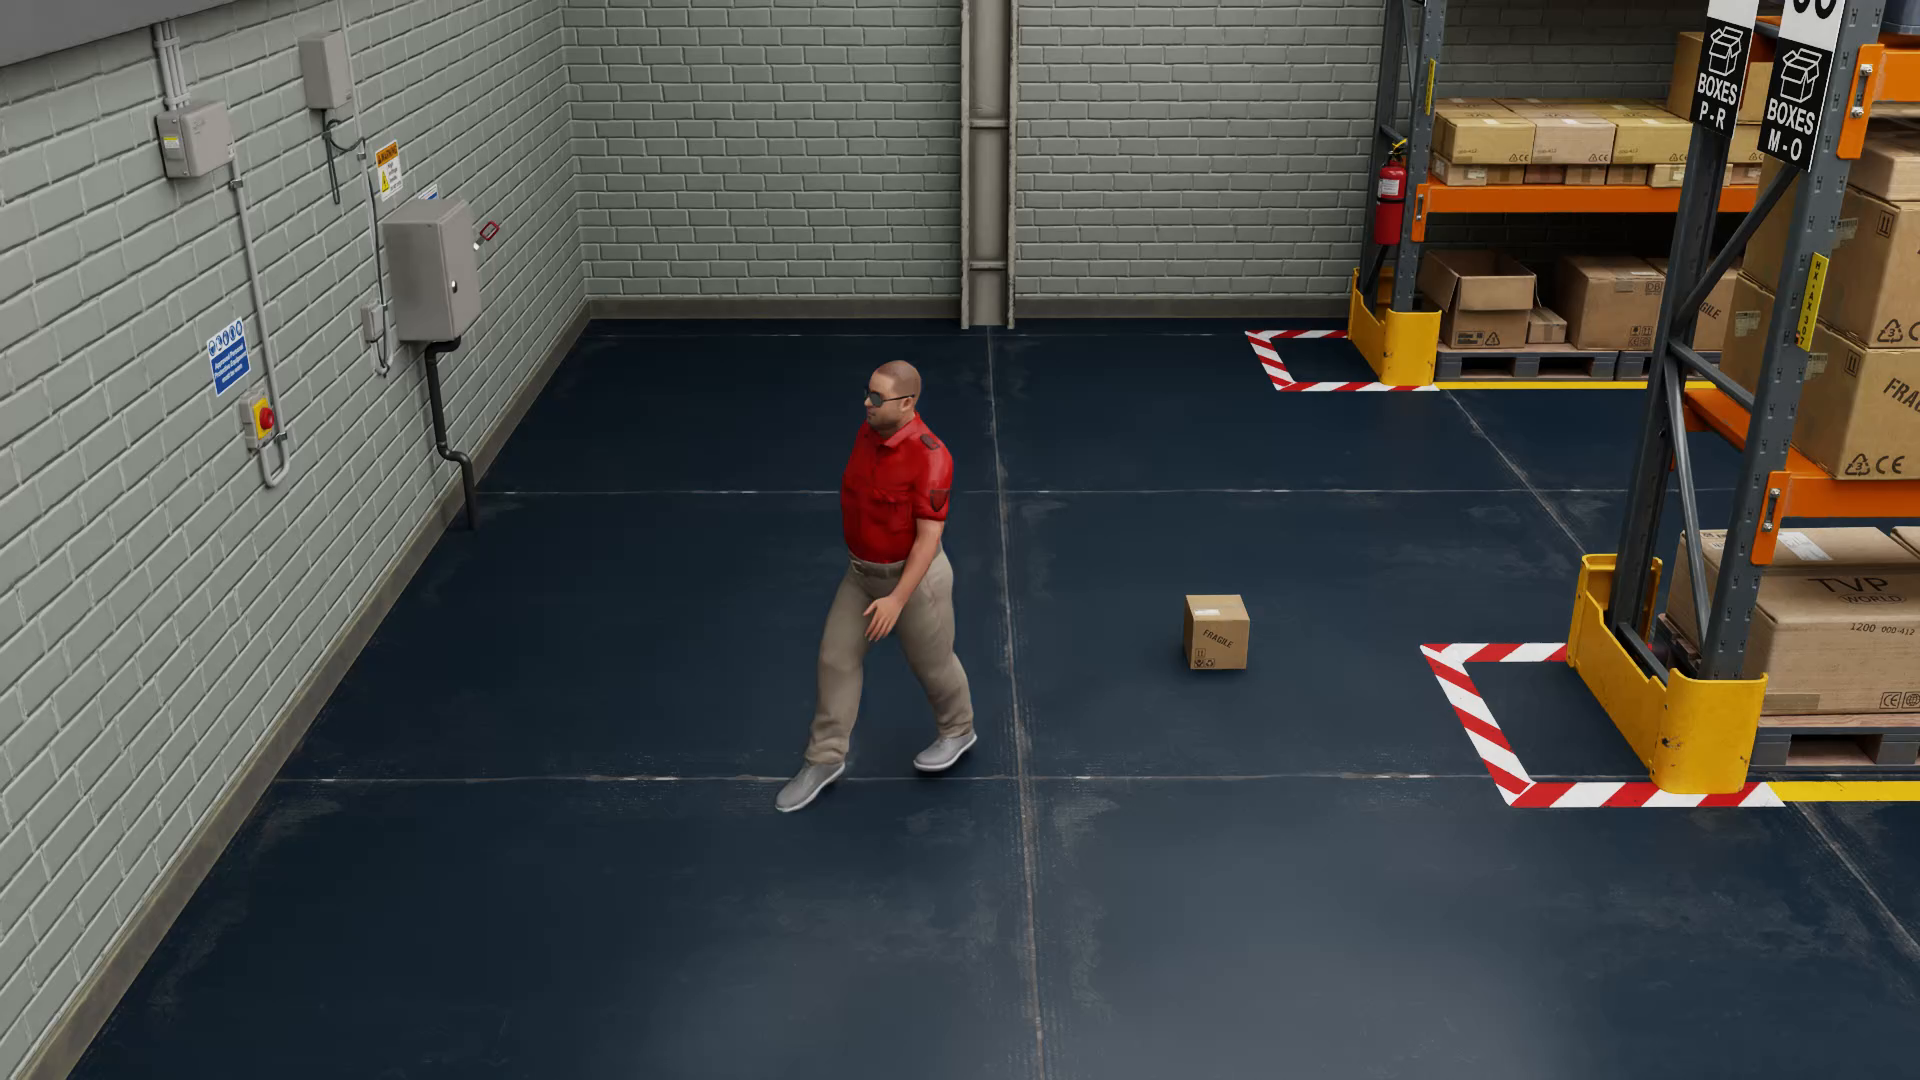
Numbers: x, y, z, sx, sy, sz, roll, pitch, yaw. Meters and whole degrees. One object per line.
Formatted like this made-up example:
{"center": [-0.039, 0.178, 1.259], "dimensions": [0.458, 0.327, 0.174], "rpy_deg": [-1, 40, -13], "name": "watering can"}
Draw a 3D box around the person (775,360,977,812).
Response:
{"center": [-0.292, 0.182, 6.229], "dimensions": [0.857, 1.742, 0.550], "rpy_deg": [-20, 31, -38], "name": "person"}
